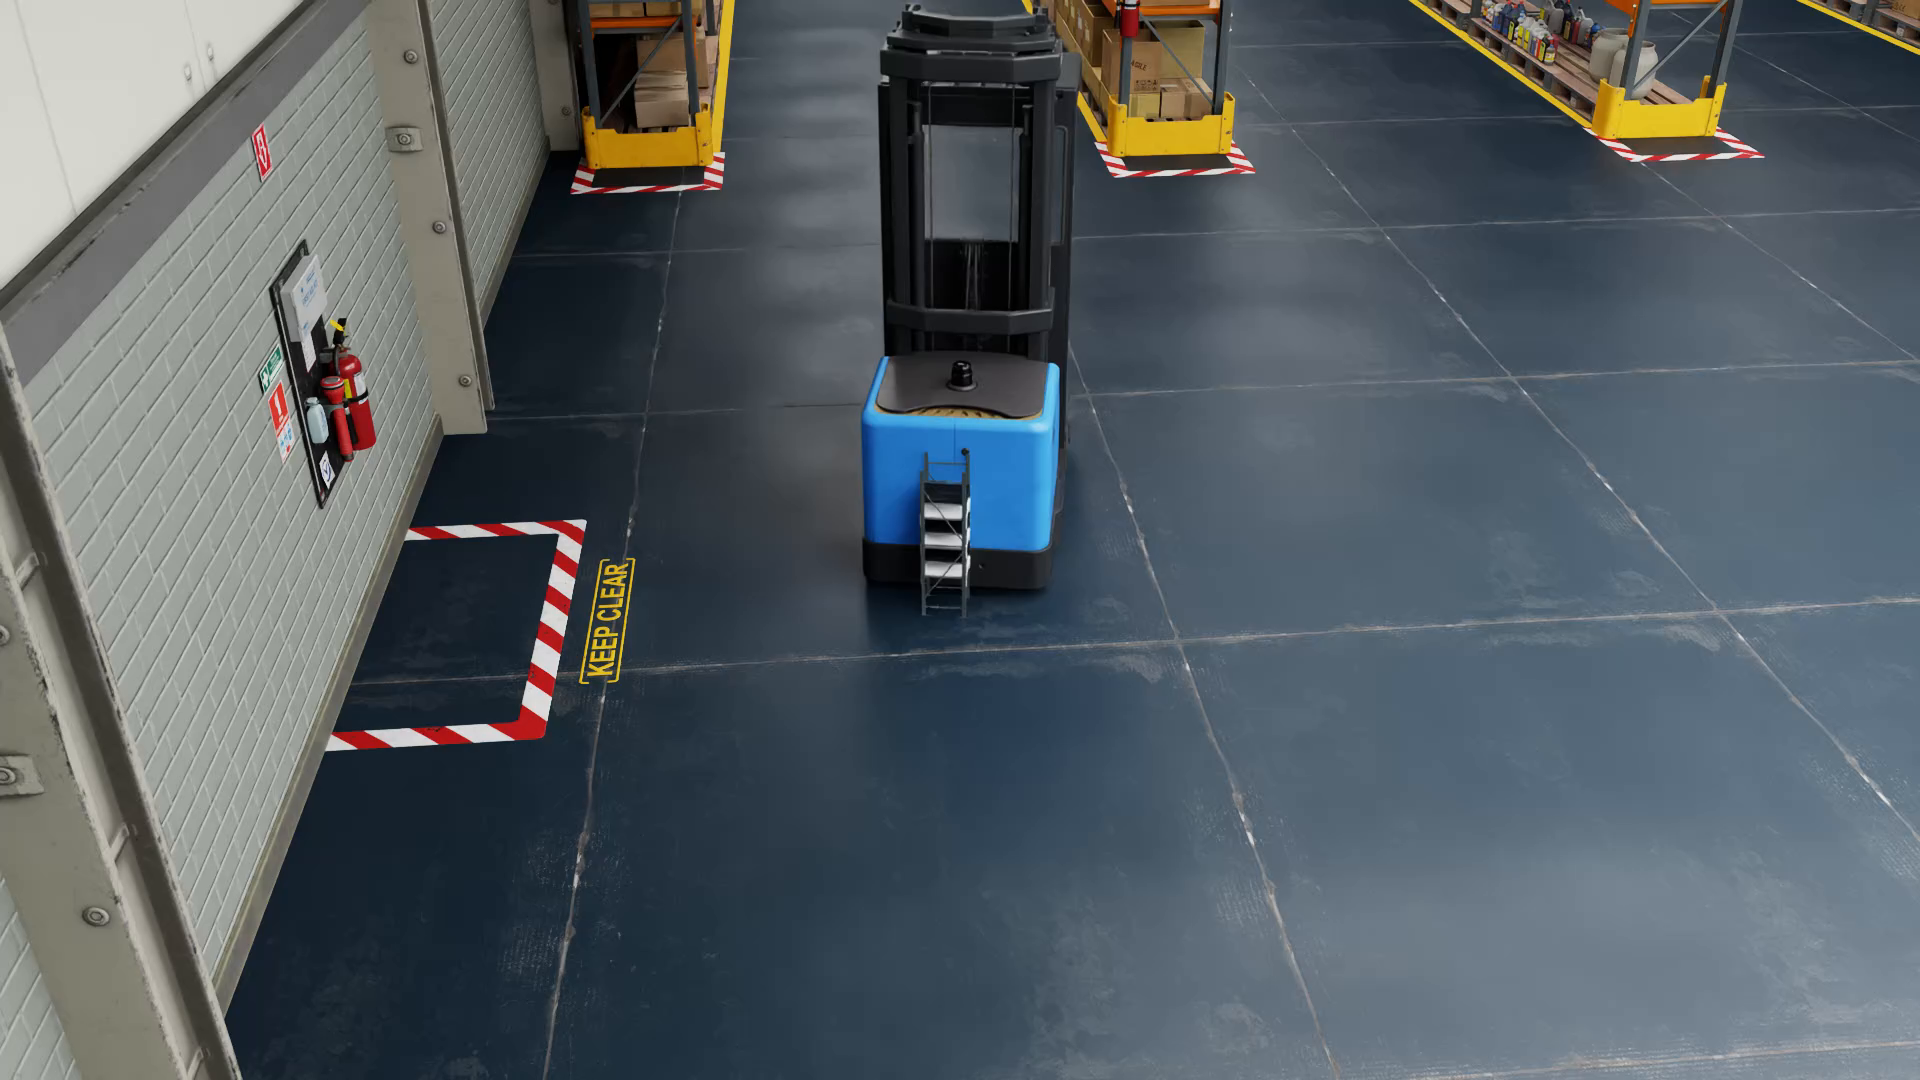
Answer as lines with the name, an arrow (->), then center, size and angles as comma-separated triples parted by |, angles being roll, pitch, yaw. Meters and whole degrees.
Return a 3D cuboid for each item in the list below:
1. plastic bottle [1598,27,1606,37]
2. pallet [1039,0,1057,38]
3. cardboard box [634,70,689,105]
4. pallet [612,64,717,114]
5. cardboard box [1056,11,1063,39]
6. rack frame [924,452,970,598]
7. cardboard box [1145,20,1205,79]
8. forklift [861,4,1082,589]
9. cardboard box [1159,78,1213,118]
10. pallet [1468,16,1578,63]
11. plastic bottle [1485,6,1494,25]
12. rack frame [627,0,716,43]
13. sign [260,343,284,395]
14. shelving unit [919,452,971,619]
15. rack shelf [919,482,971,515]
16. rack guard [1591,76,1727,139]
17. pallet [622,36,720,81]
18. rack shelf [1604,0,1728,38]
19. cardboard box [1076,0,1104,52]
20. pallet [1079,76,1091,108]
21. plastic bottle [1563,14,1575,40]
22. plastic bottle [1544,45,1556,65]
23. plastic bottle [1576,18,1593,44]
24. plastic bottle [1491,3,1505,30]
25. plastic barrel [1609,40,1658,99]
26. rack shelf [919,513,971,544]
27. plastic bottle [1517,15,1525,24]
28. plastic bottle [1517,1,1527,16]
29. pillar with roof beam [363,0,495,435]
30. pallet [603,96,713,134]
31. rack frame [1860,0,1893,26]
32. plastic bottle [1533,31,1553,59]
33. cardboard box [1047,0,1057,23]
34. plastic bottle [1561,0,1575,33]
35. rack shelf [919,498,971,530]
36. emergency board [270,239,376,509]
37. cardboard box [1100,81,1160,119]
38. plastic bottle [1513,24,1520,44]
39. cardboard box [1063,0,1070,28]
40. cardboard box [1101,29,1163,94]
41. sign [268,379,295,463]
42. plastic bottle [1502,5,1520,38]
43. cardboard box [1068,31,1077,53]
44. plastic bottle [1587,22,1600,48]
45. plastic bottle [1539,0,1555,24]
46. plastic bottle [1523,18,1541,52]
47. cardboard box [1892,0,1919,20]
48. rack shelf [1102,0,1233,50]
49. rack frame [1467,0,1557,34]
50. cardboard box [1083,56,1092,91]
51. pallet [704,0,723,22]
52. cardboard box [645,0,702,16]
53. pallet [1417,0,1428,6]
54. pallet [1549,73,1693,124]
plastic bottle -> 7.043, -5.492, 18.251 | 0.097, 0.271, 0.097 | 0, 31, 0
pallet -> 1.530, -6.292, 20.077 | 1.003, 0.211, 1.213 | -3, 31, -5
cardboard box -> -2.949, -4.516, 16.579 | 0.500, 0.311, 0.500 | 0, 31, 0
pallet -> -3.079, -4.712, 17.434 | 1.003, 0.211, 1.213 | -3, 31, -5
cardboard box -> 1.379, -5.863, 18.912 | 0.500, 0.250, 0.500 | -3, 31, -5
rack frame -> -0.068, -0.071, 8.991 | 0.240, 0.900, 0.006 | 3, 31, 5
cardboard box -> 2.134, -4.934, 16.625 | 0.500, 0.500, 0.500 | -3, 31, -5
forklift -> 0.121, -1.719, 9.769 | 1.130, 2.935, 3.031 | 3, 31, 5
cardboard box -> 2.183, -4.356, 16.390 | 0.500, 0.250, 0.500 | -3, 31, -5
pallet -> 6.591, -5.808, 19.267 | 1.003, 0.211, 1.213 | -3, 31, -5
plastic bottle -> 6.172, -6.102, 19.340 | 0.097, 0.201, 0.097 | 0, 31, 0
rack frame -> -3.294, -6.875, 18.335 | 1.000, 3.000, 0.127 | -3, 31, -5
sign -> -3.136, -0.780, 7.580 | 0.001, 0.109, 0.331 | -3, 31, -5
shelving unit -> -0.078, -0.019, 8.904 | 0.258, 0.900, 0.210 | 3, 31, 5
rack shelf -> -0.078, -0.222, 8.783 | 0.258, 0.077, 0.200 | 3, 31, 5
rack guard -> 6.889, -4.271, 16.413 | 1.175, 0.500, 0.348 | -3, 31, -5
pallet -> -3.196, -5.337, 18.479 | 1.003, 0.211, 1.213 | -3, 31, -5
rack shelf -> 6.756, -6.020, 17.605 | 1.077, 0.370, 4.000 | -3, 31, -5
cardboard box -> 1.511, -5.419, 17.437 | 0.500, 0.500, 0.500 | -3, 31, -5
pallet -> 1.787, -4.885, 17.722 | 1.003, 0.211, 1.213 | -3, 31, -5
plastic bottle -> 6.865, -5.777, 18.716 | 0.061, 0.283, 0.133 | -3, 31, -5
plastic bottle -> 6.335, -5.212, 17.850 | 0.097, 0.201, 0.097 | 0, 31, 0
plastic bottle -> 6.976, -5.708, 18.609 | 0.152, 0.276, 0.135 | -2, 31, -4
plastic bottle -> 6.220, -6.022, 19.134 | 0.152, 0.276, 0.135 | -2, 31, -3
plastic barrel -> 6.806, -4.752, 16.797 | 0.421, 0.512, 0.421 | 0, 31, 0
rack shelf -> -0.078, -0.068, 8.875 | 0.258, 0.077, 0.200 | 3, 31, 5
plastic bottle -> 6.300, -5.766, 18.709 | 0.097, 0.271, 0.097 | 0, 31, 0
plastic bottle -> 6.375, -5.976, 18.984 | 0.144, 0.351, 0.185 | -3, 31, -5
pillar with roof beam -> 1.000, -4.867, 9.123 | 9.100, 9.000, 0.400 | -3, 31, -5
pallet -> -2.968, -4.091, 16.393 | 1.003, 0.211, 1.213 | -3, 31, -5
rack frame -> 11.501, -7.587, 19.527 | 1.000, 3.000, 0.127 | -3, 31, -5
plastic bottle -> 6.339, -5.374, 18.049 | 0.152, 0.276, 0.135 | -3, 31, -4
cardboard box -> 1.310, -6.312, 19.664 | 0.500, 0.250, 0.500 | -3, 31, -5
plastic bottle -> 6.935, -5.988, 19.005 | 0.144, 0.351, 0.185 | -4, 31, -7
rack shelf -> -0.078, -0.145, 8.829 | 0.258, 0.077, 0.200 | 3, 31, 5
emergency board -> -3.094, -0.822, 8.201 | 0.194, 1.169, 0.643 | -3, 31, -5
cardboard box -> 1.667, -4.332, 16.349 | 0.500, 0.250, 0.500 | -3, 31, -5
plastic bottle -> 6.253, -5.663, 18.606 | 0.097, 0.201, 0.097 | 0, 31, 0
cardboard box -> 1.424, -5.929, 18.292 | 0.500, 0.500, 0.500 | -3, 31, -5
cardboard box -> 1.665, -4.653, 16.156 | 0.500, 0.500, 0.500 | -3, 31, -5
sign -> -3.145, -0.550, 7.711 | 0.001, 0.329, 0.234 | -3, 31, -5
plastic bottle -> 6.249, -5.873, 18.812 | 0.144, 0.351, 0.185 | -4, 31, -7
cardboard box -> 1.462, -5.352, 18.057 | 0.500, 0.250, 0.500 | -3, 31, -5
plastic bottle -> 7.024, -5.595, 18.424 | 0.097, 0.271, 0.097 | 0, 31, 0
plastic bottle -> 6.773, -6.080, 19.157 | 0.144, 0.351, 0.185 | -3, 31, -5
plastic bottle -> 6.307, -5.561, 18.289 | 0.144, 0.351, 0.185 | -2, 31, -3
cardboard box -> 11.498, -6.488, 19.715 | 0.500, 0.500, 0.500 | -4, 31, -6
rack shelf -> 1.824, -5.784, 17.211 | 1.077, 0.370, 4.000 | -3, 31, -5
rack frame -> 6.570, -7.350, 19.130 | 1.000, 3.000, 0.127 | -3, 31, -5
cardboard box -> 1.560, -4.842, 17.202 | 0.500, 0.250, 0.500 | -3, 31, -5
pallet -> -3.486, -6.700, 20.761 | 1.003, 0.211, 1.213 | -3, 31, -5
cardboard box -> -2.650, -5.041, 15.392 | 0.500, 0.250, 0.500 | -4, 31, -6
pallet -> 6.340, -7.176, 21.558 | 1.003, 0.211, 1.213 | -3, 31, -5
pallet -> 6.819, -4.562, 17.182 | 1.003, 0.211, 1.213 | -3, 31, -5
